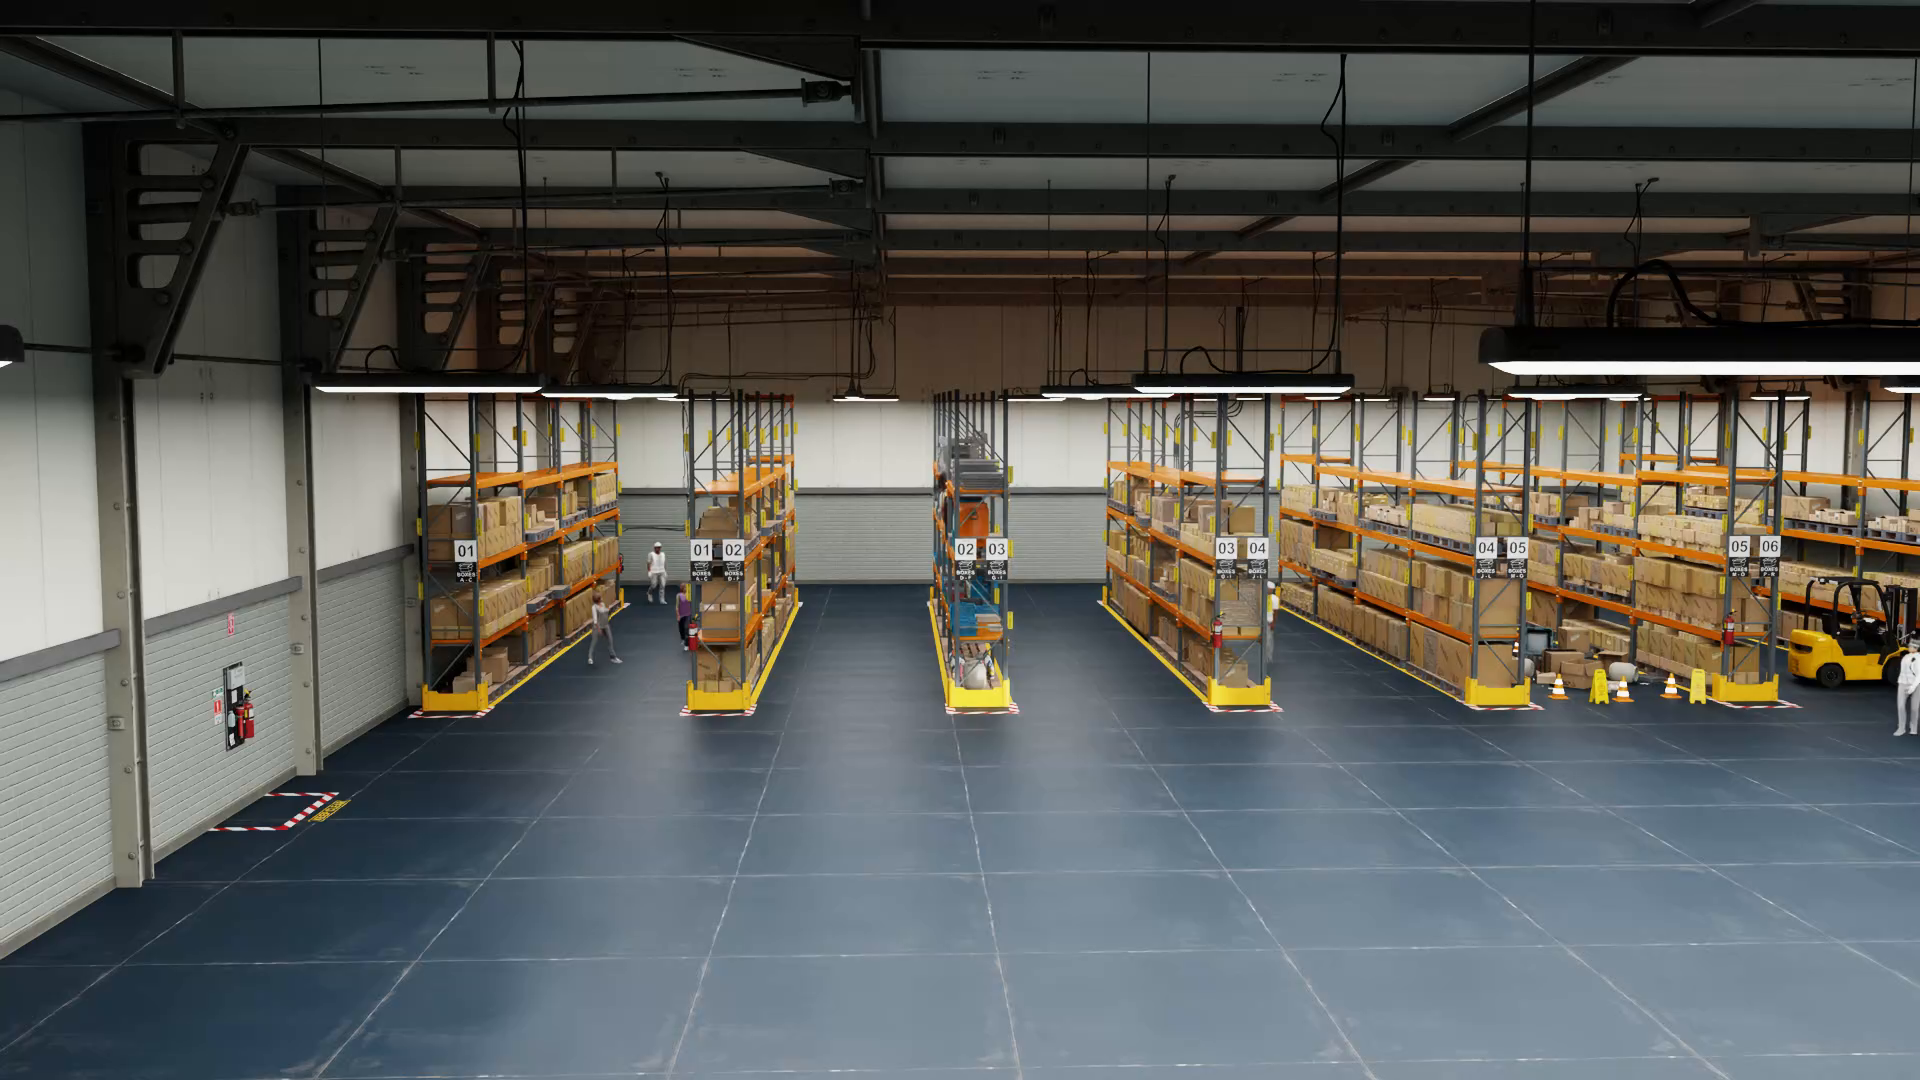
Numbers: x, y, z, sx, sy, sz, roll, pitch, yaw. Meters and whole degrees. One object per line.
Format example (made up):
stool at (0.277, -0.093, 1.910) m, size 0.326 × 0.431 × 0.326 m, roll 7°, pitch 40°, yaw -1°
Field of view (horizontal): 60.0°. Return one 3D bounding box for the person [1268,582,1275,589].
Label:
person at (6.873, 1.011, 37.052) m, size 0.251 × 0.150 × 0.267 m, roll 5°, pitch 7°, yaw 44°

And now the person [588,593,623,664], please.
person at (-7.878, 1.939, 36.682) m, size 0.617 × 1.578 × 0.604 m, roll 4°, pitch 6°, yaw 40°

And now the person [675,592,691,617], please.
person at (-6.441, 1.505, 38.820) m, size 0.397 × 0.570 × 0.356 m, roll 0°, pitch 5°, yaw -3°

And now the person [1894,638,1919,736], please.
person at (16.446, 2.557, 28.765) m, size 0.446 × 1.709 × 0.542 m, roll 4°, pitch 6°, yaw 42°
